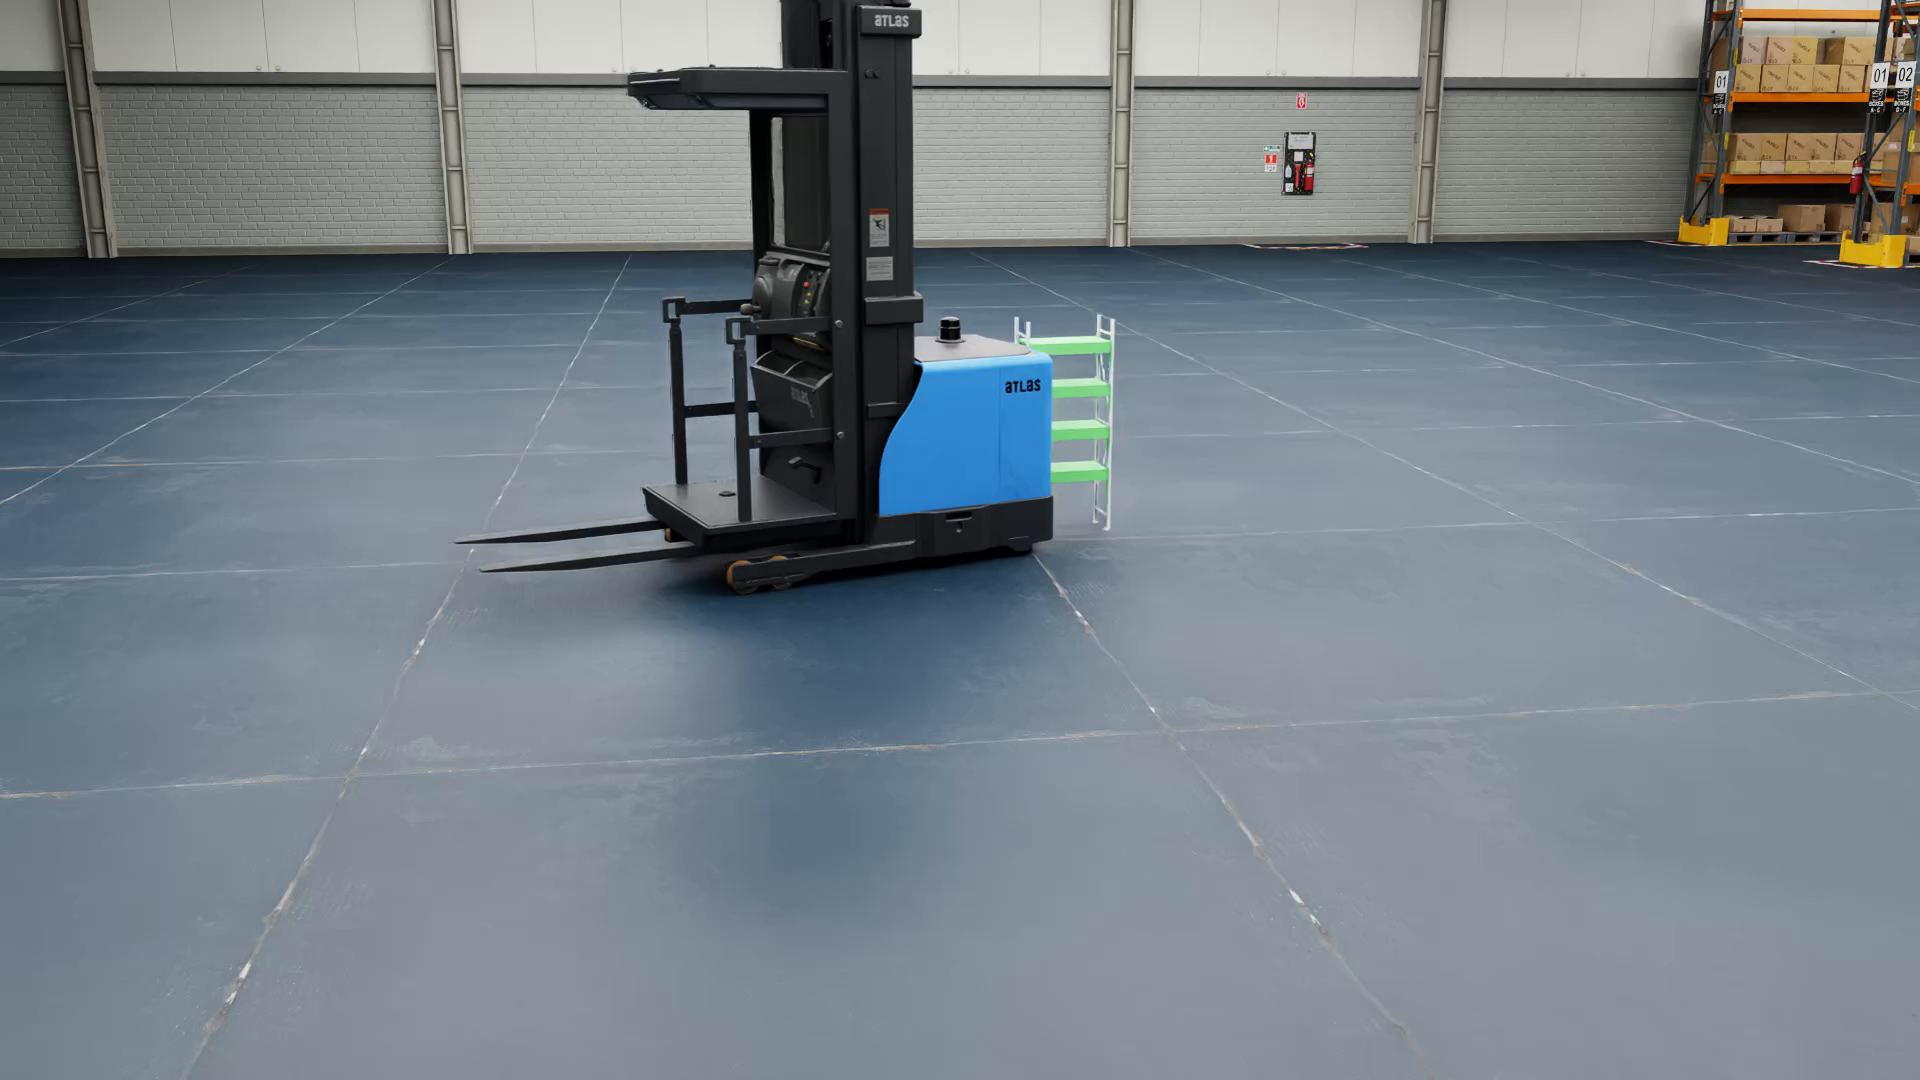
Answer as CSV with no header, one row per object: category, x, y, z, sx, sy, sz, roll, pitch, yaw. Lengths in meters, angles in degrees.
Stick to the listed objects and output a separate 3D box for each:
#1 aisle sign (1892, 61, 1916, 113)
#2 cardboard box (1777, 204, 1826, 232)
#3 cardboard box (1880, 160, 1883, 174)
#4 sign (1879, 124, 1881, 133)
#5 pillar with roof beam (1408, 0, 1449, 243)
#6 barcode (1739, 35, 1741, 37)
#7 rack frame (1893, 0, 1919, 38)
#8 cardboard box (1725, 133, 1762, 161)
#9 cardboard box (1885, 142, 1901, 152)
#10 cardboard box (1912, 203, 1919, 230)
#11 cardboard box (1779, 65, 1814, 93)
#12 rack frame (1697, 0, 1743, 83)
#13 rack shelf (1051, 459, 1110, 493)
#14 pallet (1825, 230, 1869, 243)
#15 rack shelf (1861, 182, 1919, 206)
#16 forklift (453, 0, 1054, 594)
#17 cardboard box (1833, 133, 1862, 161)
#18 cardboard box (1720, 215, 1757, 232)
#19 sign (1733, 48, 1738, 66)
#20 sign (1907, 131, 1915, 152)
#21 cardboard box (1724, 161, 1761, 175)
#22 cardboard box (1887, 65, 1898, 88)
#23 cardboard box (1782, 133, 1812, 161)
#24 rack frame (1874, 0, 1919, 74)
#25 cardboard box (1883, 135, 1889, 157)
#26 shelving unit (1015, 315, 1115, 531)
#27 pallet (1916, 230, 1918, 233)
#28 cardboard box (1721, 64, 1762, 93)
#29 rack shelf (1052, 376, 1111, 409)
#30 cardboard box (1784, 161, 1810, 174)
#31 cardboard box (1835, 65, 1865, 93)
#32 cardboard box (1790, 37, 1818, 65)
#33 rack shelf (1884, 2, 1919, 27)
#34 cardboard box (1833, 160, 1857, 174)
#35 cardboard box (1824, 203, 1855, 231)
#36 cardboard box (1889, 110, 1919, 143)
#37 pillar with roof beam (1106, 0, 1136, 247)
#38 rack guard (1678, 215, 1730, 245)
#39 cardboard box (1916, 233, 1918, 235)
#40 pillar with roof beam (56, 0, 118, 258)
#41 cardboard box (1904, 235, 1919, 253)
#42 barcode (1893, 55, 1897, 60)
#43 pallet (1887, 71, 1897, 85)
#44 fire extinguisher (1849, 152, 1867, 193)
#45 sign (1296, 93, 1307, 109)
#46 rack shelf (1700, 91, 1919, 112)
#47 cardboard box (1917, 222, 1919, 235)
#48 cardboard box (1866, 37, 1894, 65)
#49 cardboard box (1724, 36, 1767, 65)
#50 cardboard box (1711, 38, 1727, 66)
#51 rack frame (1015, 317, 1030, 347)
aisle sign,15.007,-7.194,26.434,0.004,0.787,0.394,-2,14,-8
cardboard box,16.279,-6.240,32.209,0.500,0.500,0.700,-3,14,-12
cardboard box,17.816,-7.192,32.039,0.500,0.250,0.500,-2,14,-8
sign,18.153,-8.040,32.773,0.005,0.325,0.100,-2,14,-8
pillar with roof beam,9.556,-9.091,27.009,0.400,9.000,9.100,-2,14,-8
barcode,14.912,-9.626,31.815,0.075,0.075,0.001,-2,14,-8
rack frame,18.240,-10.255,31.652,0.127,3.000,1.000,-2,14,-8
cardboard box,14.801,-7.446,31.510,0.500,0.500,0.500,-2,14,-8
cardboard box,15.375,-6.432,27.200,0.250,0.149,0.380,-2,14,-9
cardboard box,18.965,-6.377,32.755,0.500,0.500,0.700,-2,14,-6
cardboard box,15.701,-8.696,31.356,0.500,0.500,0.500,-1,14,-6
rack frame,14.284,-10.110,31.074,0.127,3.000,1.000,-2,14,-8
rack shelf,0.580,-0.354,9.453,0.480,0.148,0.258,-4,15,-15
pallet,17.581,-5.960,32.590,1.213,0.211,1.003,-2,14,-8
rack shelf,17.004,-5.732,27.430,4.000,0.370,1.077,-2,14,-8
forklift,-1.045,-1.301,8.424,3.031,2.935,1.130,-7,16,-26
cardboard box,16.826,-7.519,31.802,0.500,0.500,0.500,-3,14,-10
cardboard box,14.982,-6.113,32.091,0.500,0.311,0.500,-4,15,-15
sign,14.365,-8.949,30.813,0.005,0.325,0.100,-2,14,-8
sign,15.103,-6.333,26.405,0.005,0.325,0.100,-2,14,-8
cardboard box,14.814,-7.078,31.586,0.500,0.250,0.500,-3,14,-10
cardboard box,17.775,-8.780,31.692,0.500,0.500,0.500,-2,14,-7
cardboard box,15.803,-7.479,31.640,0.500,0.500,0.500,-3,14,-10
rack frame,15.026,-8.919,26.324,0.127,3.000,1.000,-2,14,-8
cardboard box,17.818,-7.554,31.942,0.500,0.500,0.500,-2,14,-8
shelving unit,0.580,-0.648,9.379,0.503,1.200,0.258,-4,15,-15
pallet,19.009,-6.021,32.835,1.213,0.211,1.003,-2,14,-8
cardboard box,14.652,-8.665,31.233,0.500,0.500,0.500,-2,14,-7
rack shelf,0.580,-0.819,9.336,0.480,0.148,0.258,-4,15,-15
cardboard box,15.830,-7.118,31.743,0.500,0.250,0.500,-2,14,-9
cardboard box,16.733,-8.736,31.515,0.500,0.500,0.500,-3,14,-11
cardboard box,15.710,-9.181,31.235,0.500,0.500,0.500,-2,14,-7
rack shelf,17.004,-8.448,26.749,4.000,0.370,1.077,-2,14,-8
cardboard box,16.828,-7.154,31.887,0.500,0.250,0.500,-2,14,-9
cardboard box,17.219,-6.299,32.444,0.500,0.500,0.500,-3,14,-13
cardboard box,15.542,-6.702,26.946,0.500,0.500,0.700,-2,14,-8
pillar with roof beam,3.623,-8.873,26.142,0.400,9.000,9.100,-2,14,-8
rack guard,14.359,-5.990,32.119,0.348,0.500,1.175,-2,14,-8
cardboard box,16.005,-4.990,27.782,0.500,0.250,0.500,-2,14,-8
pillar with roof beam,-14.176,-8.221,23.541,0.400,9.000,9.100,-2,14,-8
cardboard box,15.589,-4.845,27.201,0.500,0.250,0.500,-2,14,-8
barcode,15.253,-7.872,27.124,0.075,0.075,0.001,-2,14,-8
pallet,15.729,-7.440,26.777,1.213,0.211,1.003,-2,14,-8
fire extinguisher,14.840,-6.079,27.491,0.183,0.674,0.296,-2,14,-8
sign,6.442,-8.284,31.360,0.199,0.298,0.001,-2,14,-8
rack shelf,16.262,-8.379,31.816,4.000,0.370,1.077,-2,14,-8
cardboard box,16.084,-5.227,27.184,0.500,0.500,0.500,-2,14,-8
cardboard box,17.241,-9.237,31.459,0.500,0.500,0.500,-1,14,-5
cardboard box,14.701,-9.154,31.126,0.500,0.500,0.500,-3,14,-12
cardboard box,14.672,-9.277,31.616,0.500,0.500,0.500,-1,14,-6
rack frame,0.344,-0.633,9.318,0.015,1.200,0.240,-4,15,-15
